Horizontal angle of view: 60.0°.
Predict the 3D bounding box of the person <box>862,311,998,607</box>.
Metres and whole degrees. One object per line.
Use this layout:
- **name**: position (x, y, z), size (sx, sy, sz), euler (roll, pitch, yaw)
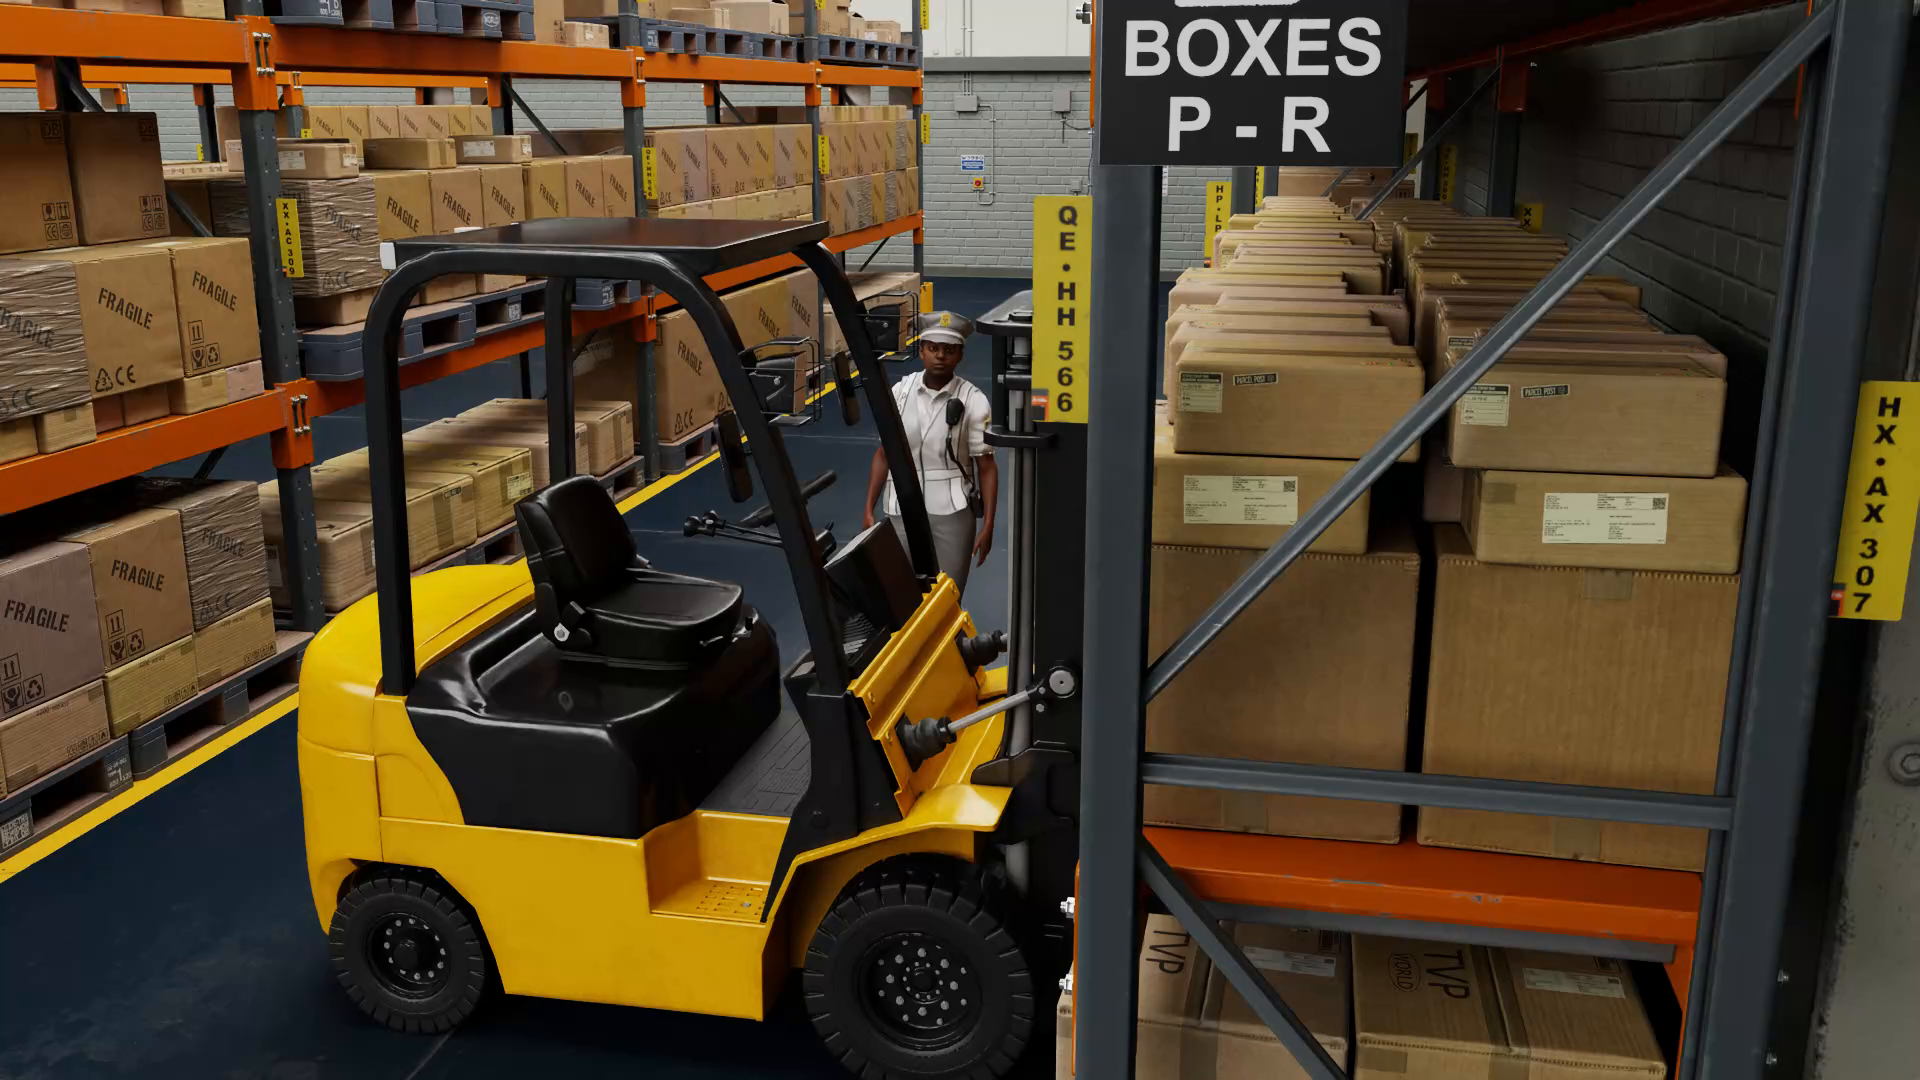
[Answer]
- **person**: position (-0.146, -0.064, 6.652), size (0.570, 1.695, 0.529), euler (3, 15, 11)
